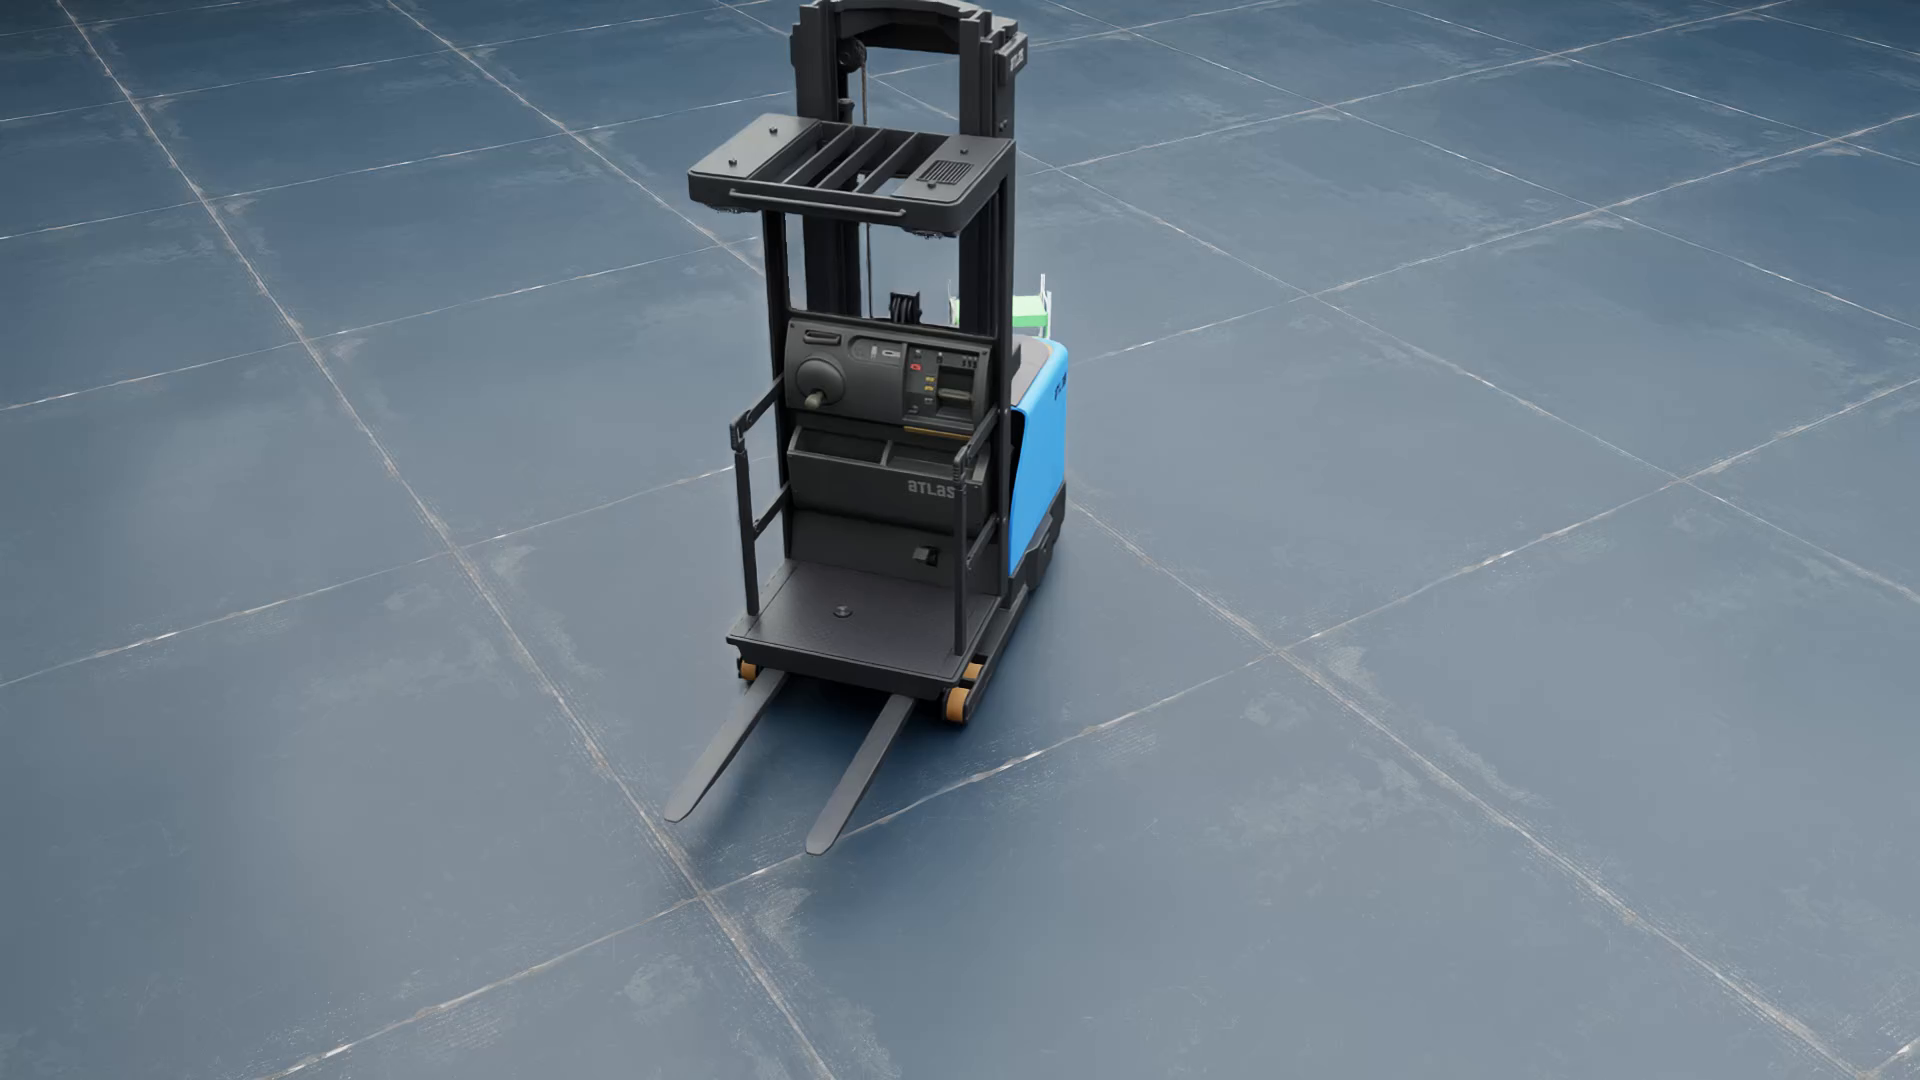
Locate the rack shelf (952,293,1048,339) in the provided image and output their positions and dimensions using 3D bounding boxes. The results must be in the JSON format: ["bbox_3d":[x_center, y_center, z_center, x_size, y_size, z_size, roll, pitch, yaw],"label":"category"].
[{"bbox_3d":[0.203,-1.158,8.682,0.480,0.148,0.258,-3,32,-5],"label":"rack shelf"}]

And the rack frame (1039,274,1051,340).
[{"bbox_3d":[0.446,-0.821,8.926,0.015,1.200,0.240,-3,32,-5],"label":"rack frame"}]

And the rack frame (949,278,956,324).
[{"bbox_3d":[-0.040,-0.792,8.882,0.015,1.200,0.240,-3,32,-5],"label":"rack frame"}]

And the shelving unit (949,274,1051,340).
[{"bbox_3d":[0.203,-0.807,8.904,0.503,1.200,0.258,-3,32,-5],"label":"shelving unit"}]

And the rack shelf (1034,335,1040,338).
[{"bbox_3d":[0.203,-0.955,8.810,0.480,0.148,0.258,-3,32,-5],"label":"rack shelf"}]

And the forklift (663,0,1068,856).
[{"bbox_3d":[-0.387,-0.659,7.047,1.130,2.935,3.031,10,34,15],"label":"forklift"}]
